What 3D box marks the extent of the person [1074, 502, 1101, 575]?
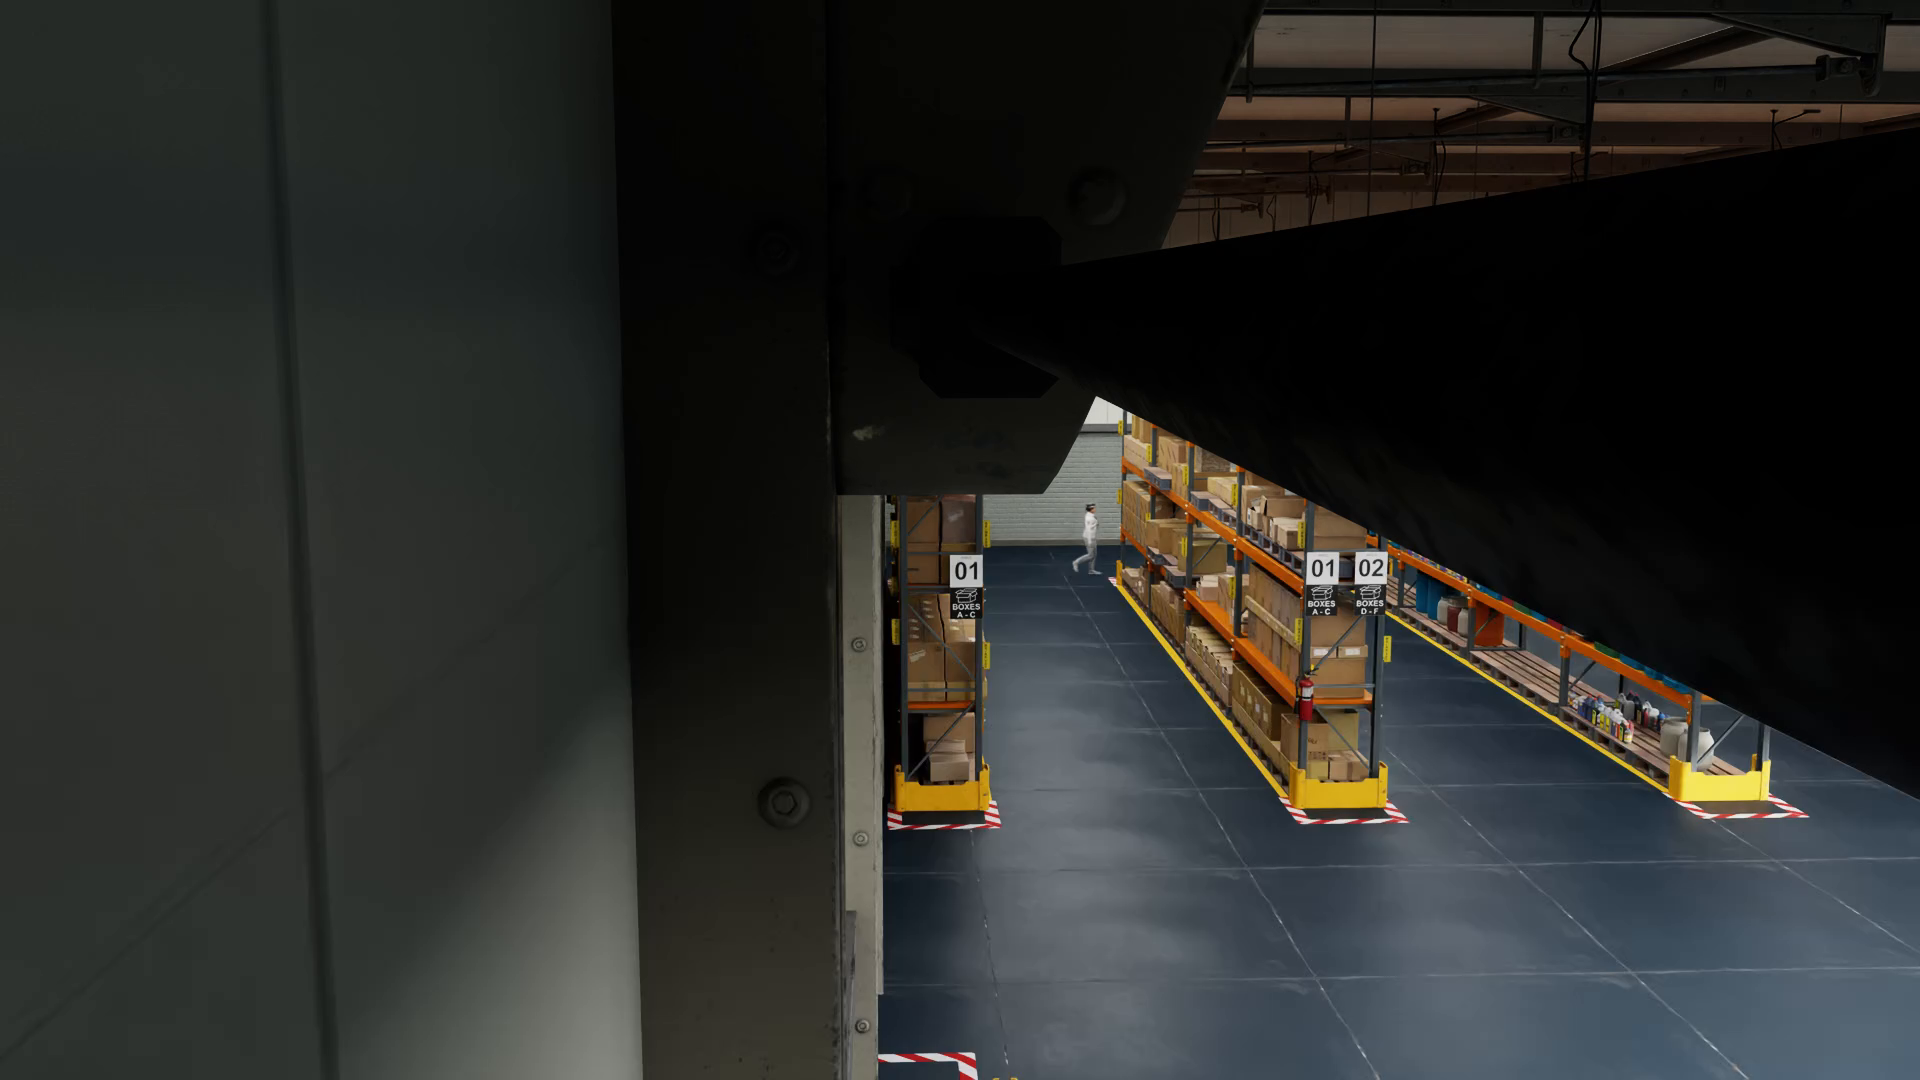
[{"bbox_3d":[2.882,-0.028,37.538,0.596,1.659,0.538,2,9,14],"label":"person"}]
